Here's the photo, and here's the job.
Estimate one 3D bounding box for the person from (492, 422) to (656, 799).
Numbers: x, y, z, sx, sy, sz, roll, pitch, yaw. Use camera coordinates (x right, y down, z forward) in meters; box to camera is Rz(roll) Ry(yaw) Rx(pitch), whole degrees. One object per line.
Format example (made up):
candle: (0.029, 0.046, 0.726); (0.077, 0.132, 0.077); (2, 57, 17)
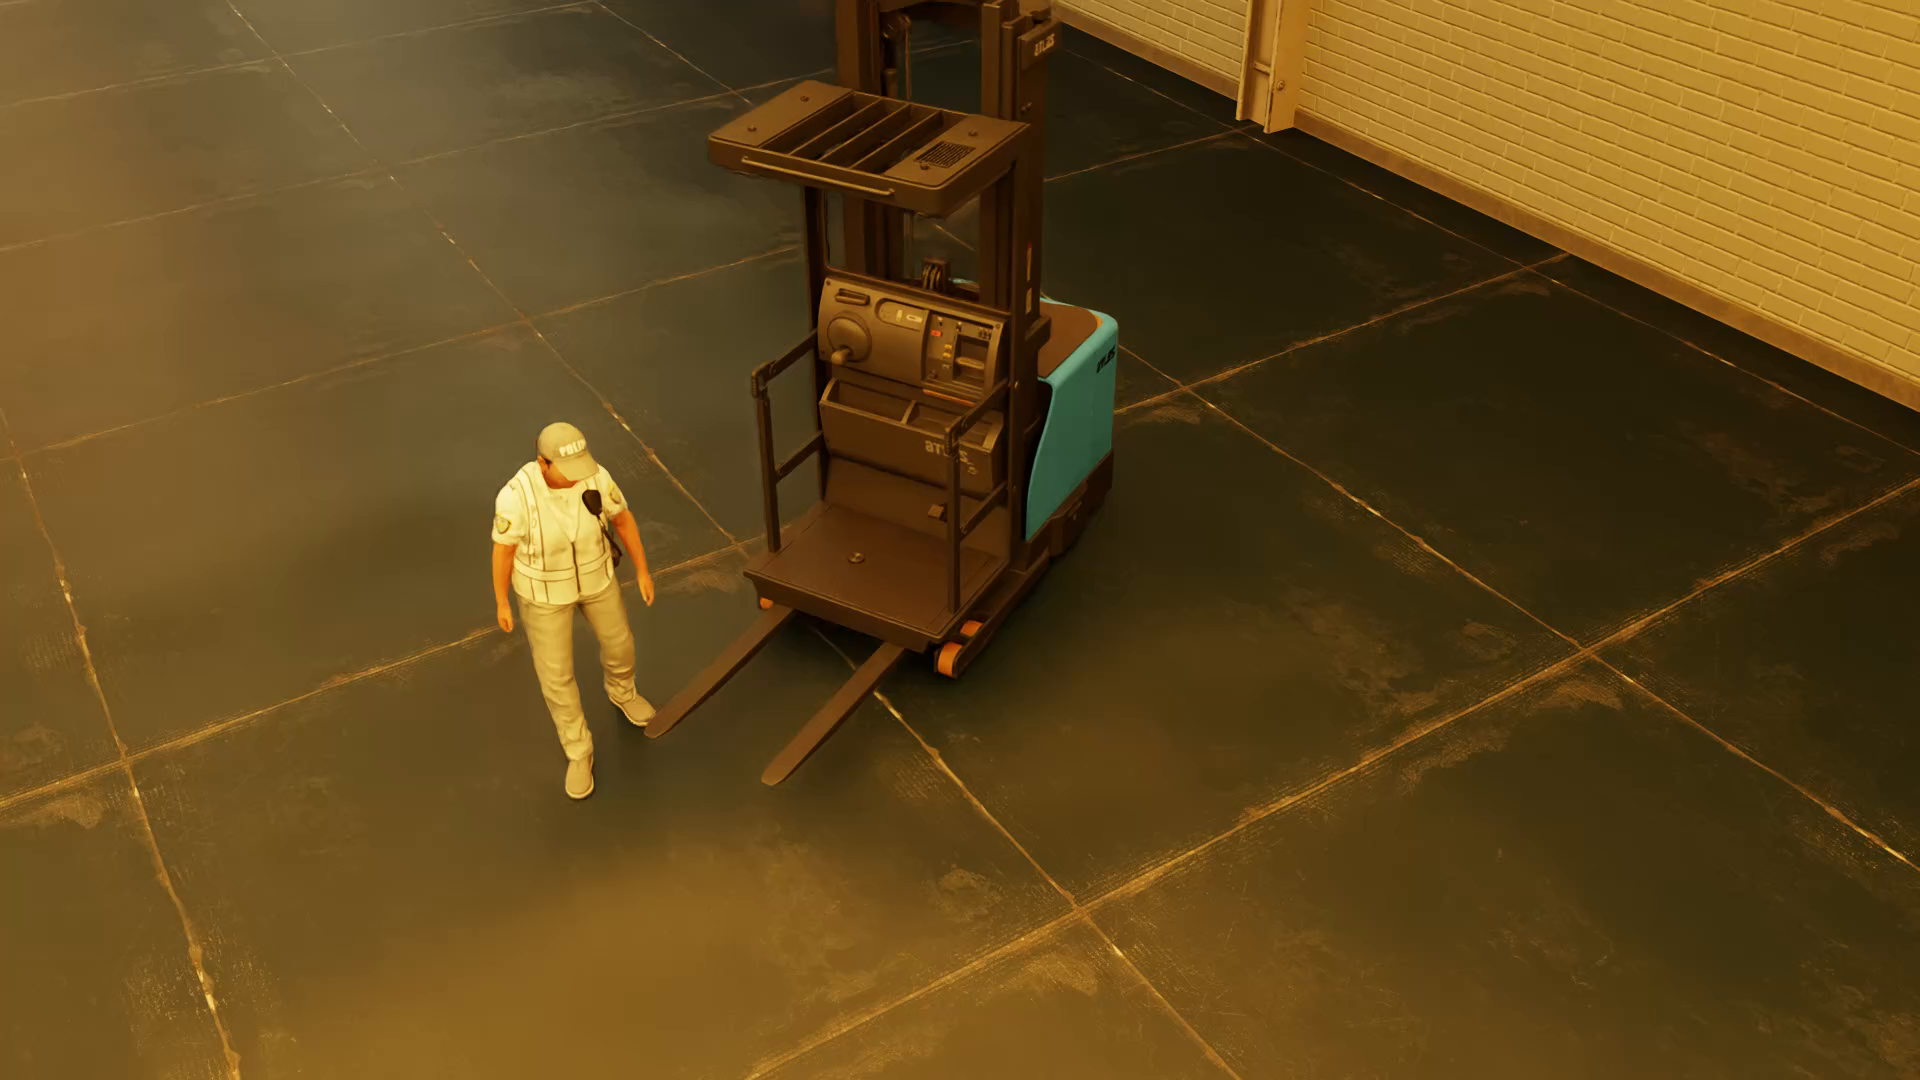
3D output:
person: (-1.590, 0.240, 6.938); (0.635, 1.643, 0.613); (-21, 40, -27)

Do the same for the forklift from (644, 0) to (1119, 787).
forklift: (-0.332, -0.855, 7.364); (1.130, 2.935, 3.031); (18, 39, 23)
